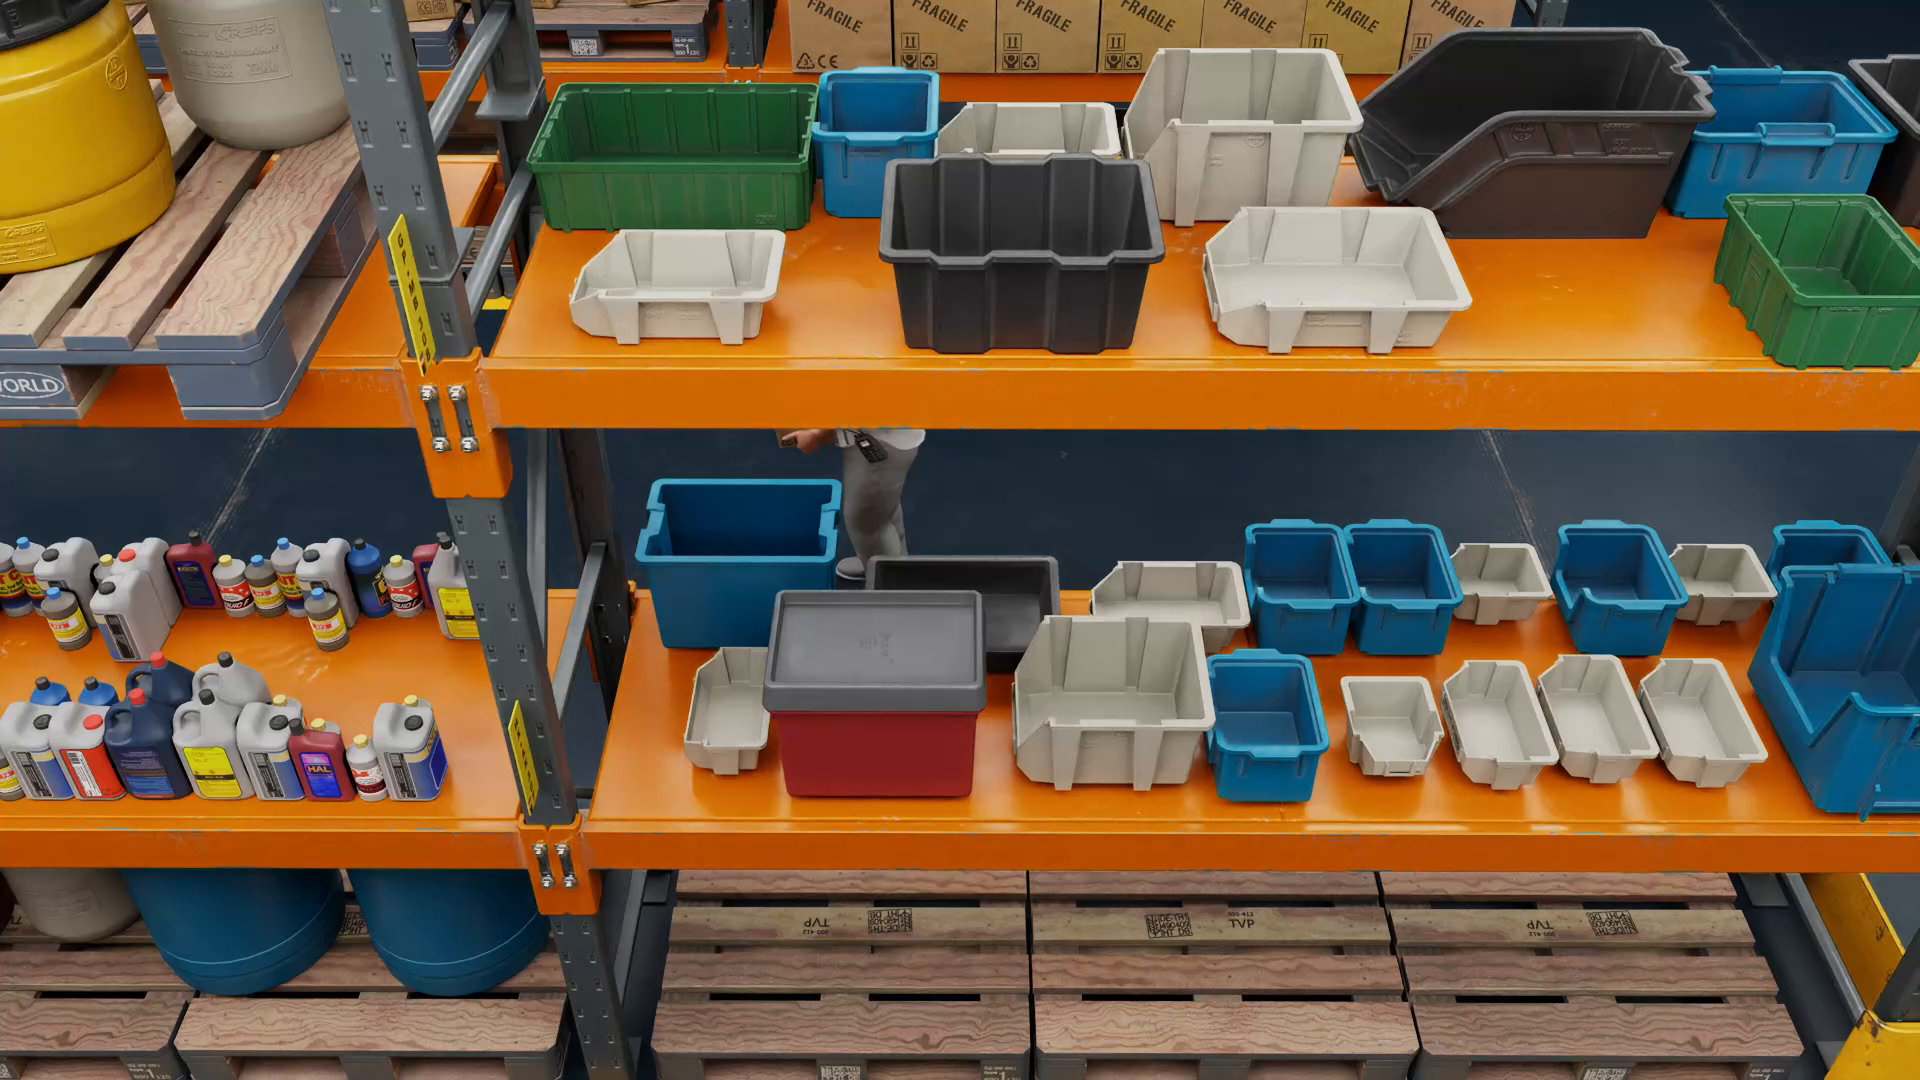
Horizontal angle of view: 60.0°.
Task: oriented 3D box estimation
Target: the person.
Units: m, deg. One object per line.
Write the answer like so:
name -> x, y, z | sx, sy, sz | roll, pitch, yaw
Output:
person -> -0.413, -0.433, 6.666 | 0.573, 1.763, 0.493 | 0, 39, 0
